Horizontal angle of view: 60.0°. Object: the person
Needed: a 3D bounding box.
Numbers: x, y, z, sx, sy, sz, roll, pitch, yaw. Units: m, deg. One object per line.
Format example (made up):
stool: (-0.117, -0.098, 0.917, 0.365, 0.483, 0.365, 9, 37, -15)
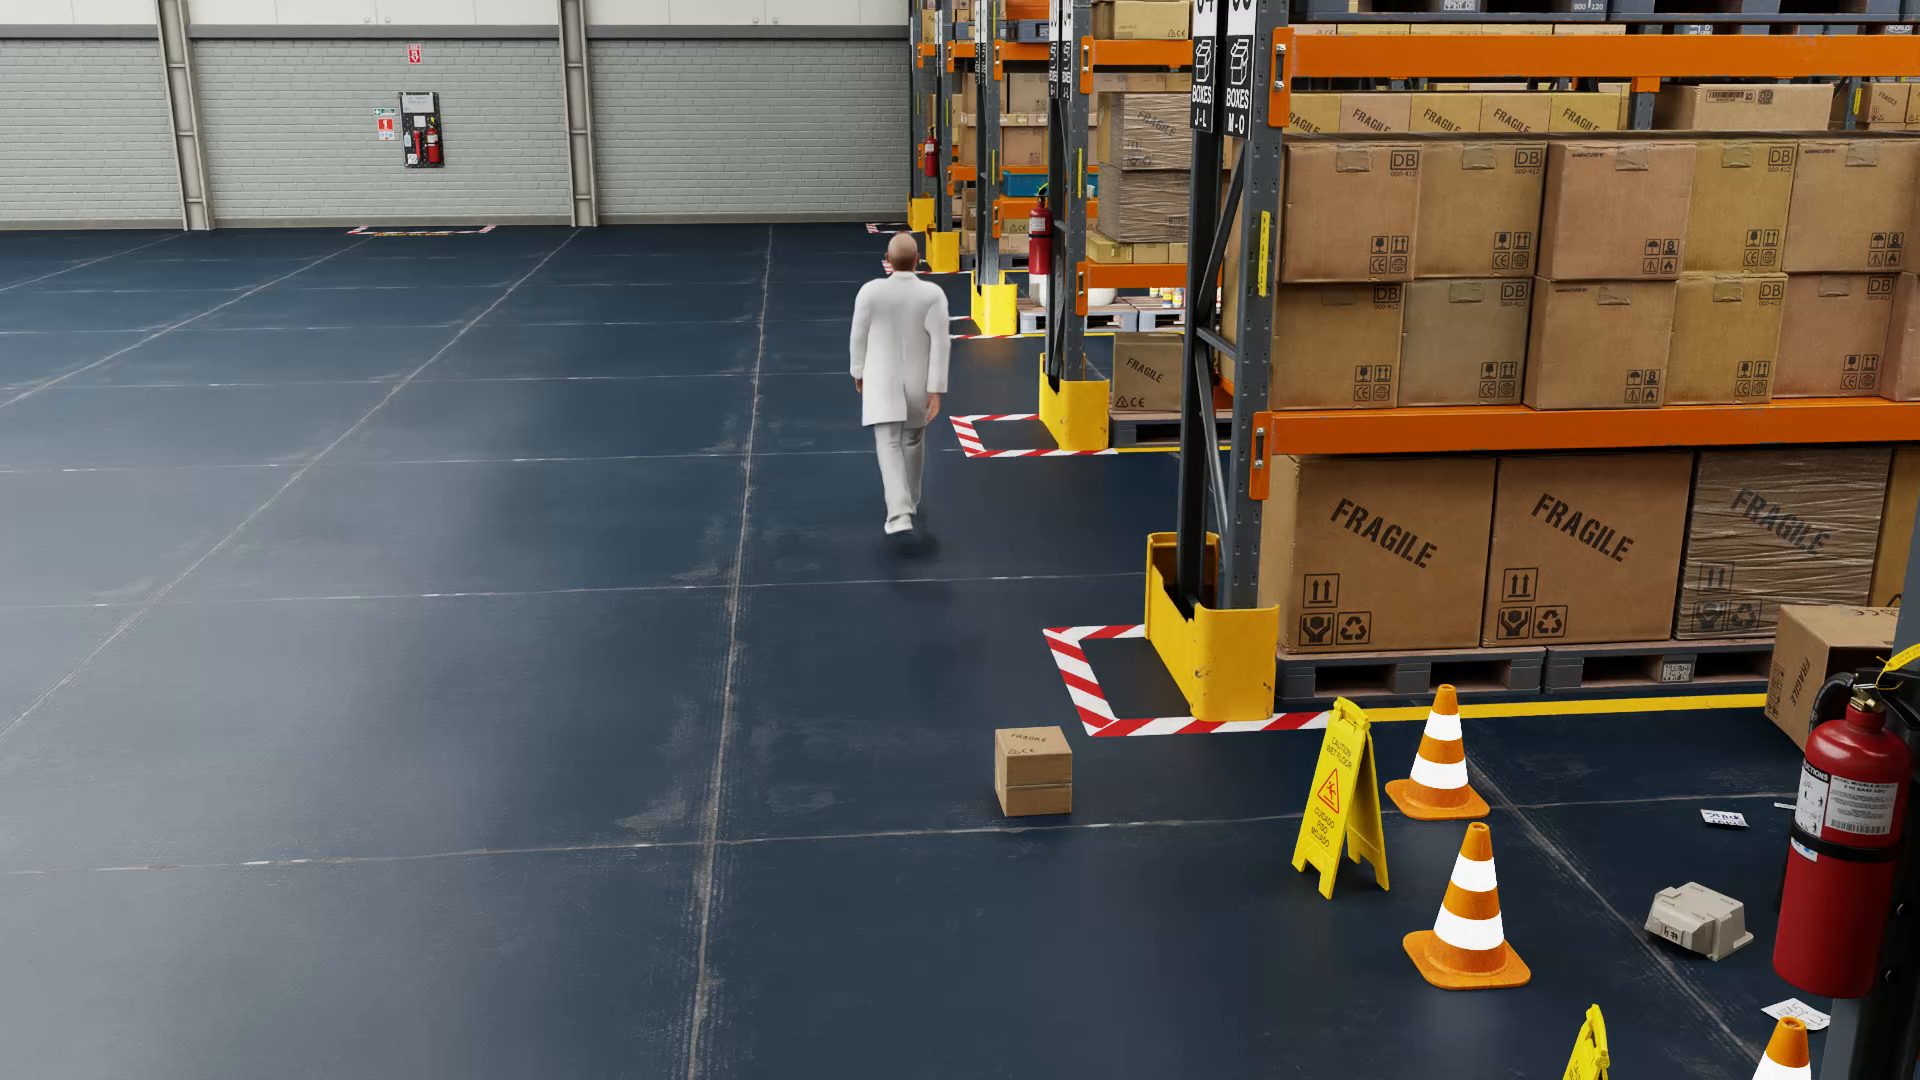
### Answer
person: (-0.352, -0.917, 9.671, 0.555, 1.730, 1.118, -3, 17, -10)
